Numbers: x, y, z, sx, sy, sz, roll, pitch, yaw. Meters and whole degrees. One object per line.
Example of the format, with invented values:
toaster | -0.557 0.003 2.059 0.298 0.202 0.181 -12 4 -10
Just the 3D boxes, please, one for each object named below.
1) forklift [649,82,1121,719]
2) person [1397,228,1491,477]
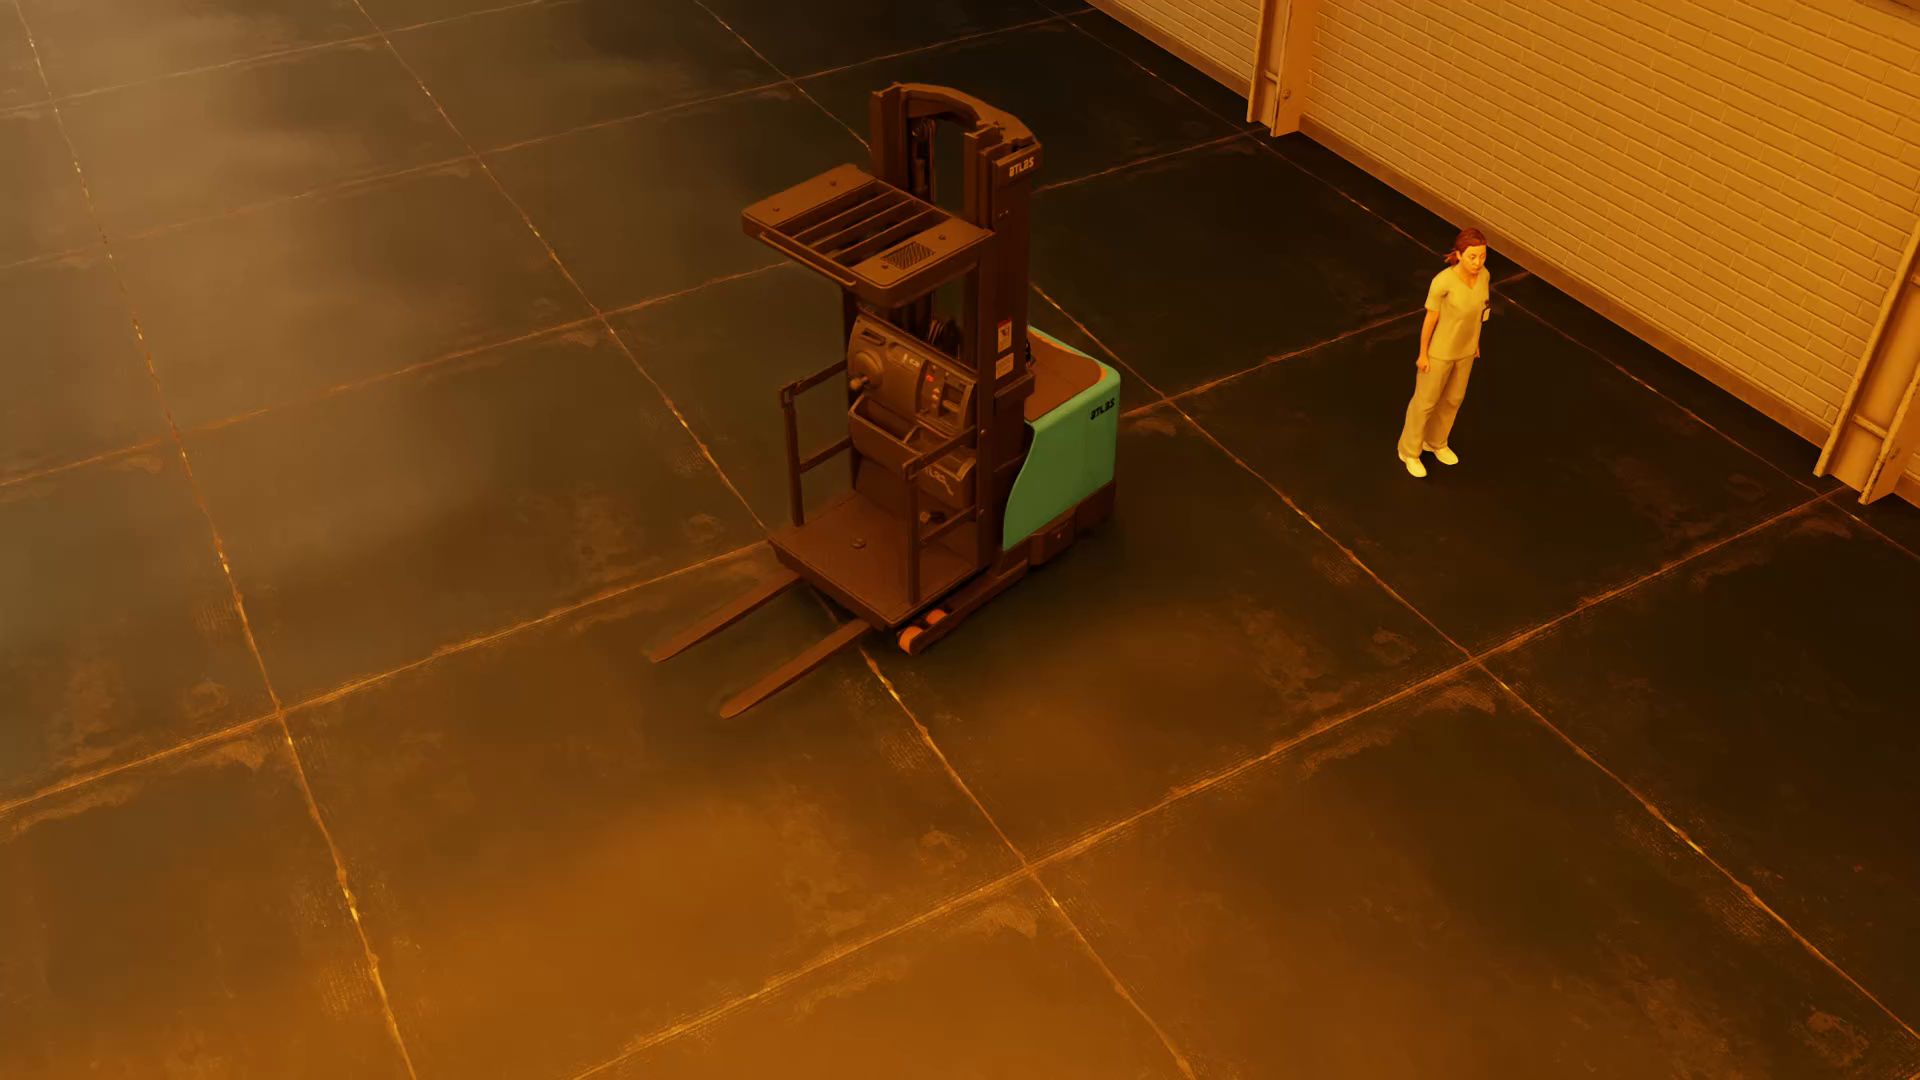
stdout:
forklift | -0.423 -0.843 9.053 1.130 2.935 3.031 32 49 33
person | 3.078 -1.187 10.453 0.459 1.674 0.377 -17 43 -19
